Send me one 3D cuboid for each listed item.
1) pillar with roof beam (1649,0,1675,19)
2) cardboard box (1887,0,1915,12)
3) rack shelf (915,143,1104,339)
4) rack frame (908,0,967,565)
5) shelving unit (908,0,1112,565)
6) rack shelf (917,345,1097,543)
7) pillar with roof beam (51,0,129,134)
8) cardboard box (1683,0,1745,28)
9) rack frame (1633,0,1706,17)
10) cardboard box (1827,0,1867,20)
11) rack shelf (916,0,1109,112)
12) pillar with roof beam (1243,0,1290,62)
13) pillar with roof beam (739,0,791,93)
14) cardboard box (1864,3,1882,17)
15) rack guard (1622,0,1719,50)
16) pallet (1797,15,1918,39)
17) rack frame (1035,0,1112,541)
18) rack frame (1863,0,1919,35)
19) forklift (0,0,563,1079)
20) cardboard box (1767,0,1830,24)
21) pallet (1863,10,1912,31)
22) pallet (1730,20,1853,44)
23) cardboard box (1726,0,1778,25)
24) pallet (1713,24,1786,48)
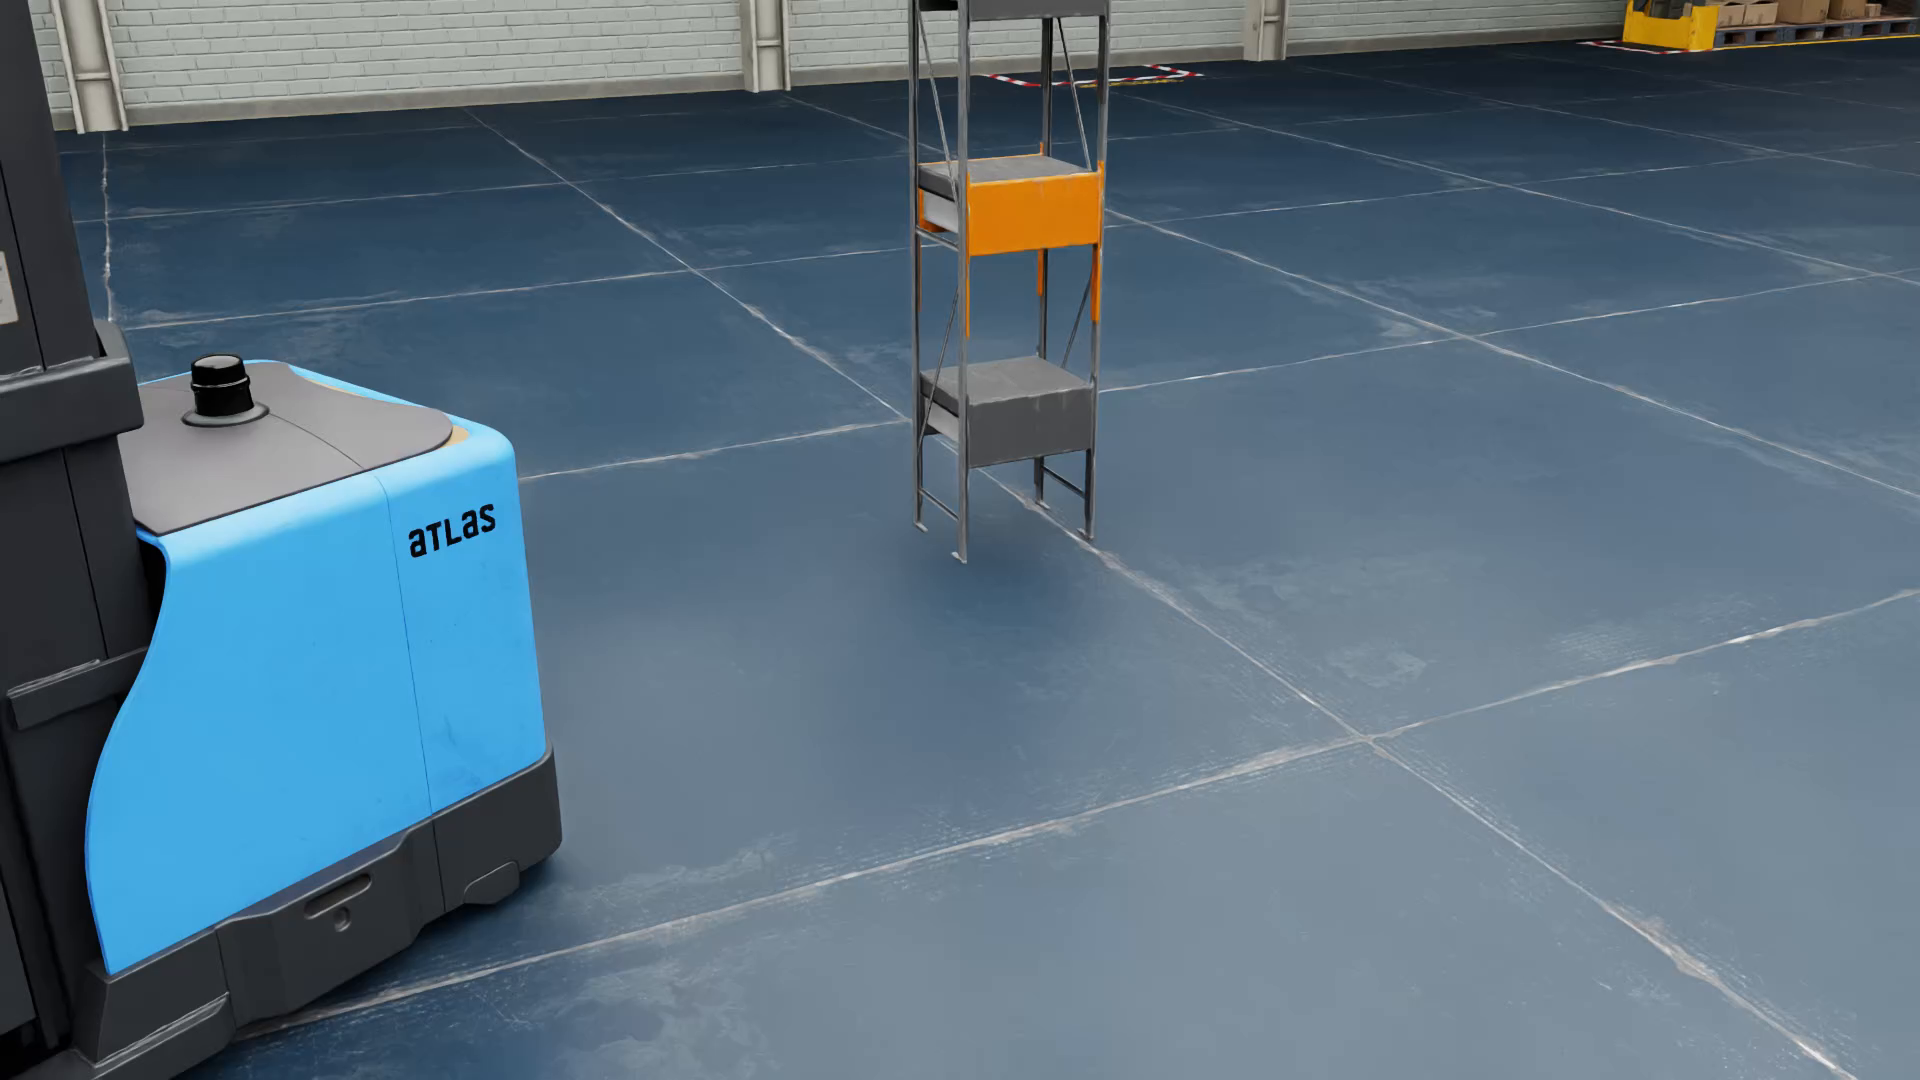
[{"bbox_3d":[10.752,-9.173,16.144,0.400,9.000,9.100,-10,25,-24],"label":"pillar with roof beam"},{"bbox_3d":[12.890,-7.310,22.181,0.500,0.500,0.700,-10,24,-22],"label":"cardboard box"},{"bbox_3d":[0.149,-0.985,5.420,0.480,0.518,0.431,-10,25,-24],"label":"rack shelf"},{"bbox_3d":[-0.071,-0.957,5.317,0.015,2.100,0.400,-10,25,-24],"label":"rack frame"},{"bbox_3d":[0.149,-0.998,5.415,0.503,2.100,0.431,-10,25,-24],"label":"shelving unit"},{"bbox_3d":[0.149,-0.338,5.688,0.480,0.518,0.431,-10,25,-24],"label":"rack shelf"},{"bbox_3d":[-5.467,-6.187,8.931,0.400,9.000,9.100,-10,25,-24],"label":"pillar with roof beam"},{"bbox_3d":[9.292,-6.515,20.508,0.500,0.311,0.500,-14,26,-30],"label":"cardboard box"},{"bbox_3d":[8.629,-7.470,19.875,0.127,3.000,1.000,-10,25,-24],"label":"rack frame"},{"bbox_3d":[11.316,-6.996,21.423,0.500,0.500,0.500,-12,26,-28],"label":"cardboard box"},{"bbox_3d":[0.149,-1.632,5.152,0.480,0.518,0.431,-10,25,-24],"label":"rack shelf"},{"bbox_3d":[5.346,-8.178,13.740,0.400,9.000,9.100,-10,25,-24],"label":"pillar with roof beam"},{"bbox_3d":[-0.061,-7.182,11.336,0.400,9.000,9.100,-10,25,-24],"label":"pillar with roof beam"},{"bbox_3d":[11.765,-6.929,21.697,0.250,0.166,0.380,-14,26,-30],"label":"cardboard box"},{"bbox_3d":[8.698,-6.328,20.384,0.348,0.500,1.175,-10,25,-24],"label":"rack guard"},{"bbox_3d":[11.644,-6.722,21.713,1.213,0.211,1.003,-10,25,-24],"label":"pallet"},{"bbox_3d":[0.369,-1.038,5.513,0.015,2.100,0.400,-10,25,-24],"label":"rack frame"},{"bbox_3d":[12.234,-8.134,21.478,0.127,3.000,1.000,-10,25,-24],"label":"rack frame"},{"bbox_3d":[-2.225,-0.257,2.539,1.130,2.935,3.031,17,28,34],"label":"forklift"},{"bbox_3d":[10.488,-6.802,20.952,0.500,0.500,0.700,-12,25,-27],"label":"cardboard box"},{"bbox_3d":[12.935,-6.975,22.325,1.213,0.211,1.003,-10,25,-24],"label":"pallet"},{"bbox_3d":[10.543,-6.518,21.220,1.213,0.211,1.003,-10,25,-24],"label":"pallet"},{"bbox_3d":[9.806,-6.610,20.736,0.500,0.311,0.500,-8,24,-19],"label":"cardboard box"},{"bbox_3d":[9.445,-6.317,20.735,1.213,0.211,1.003,-10,25,-24],"label":"pallet"}]
